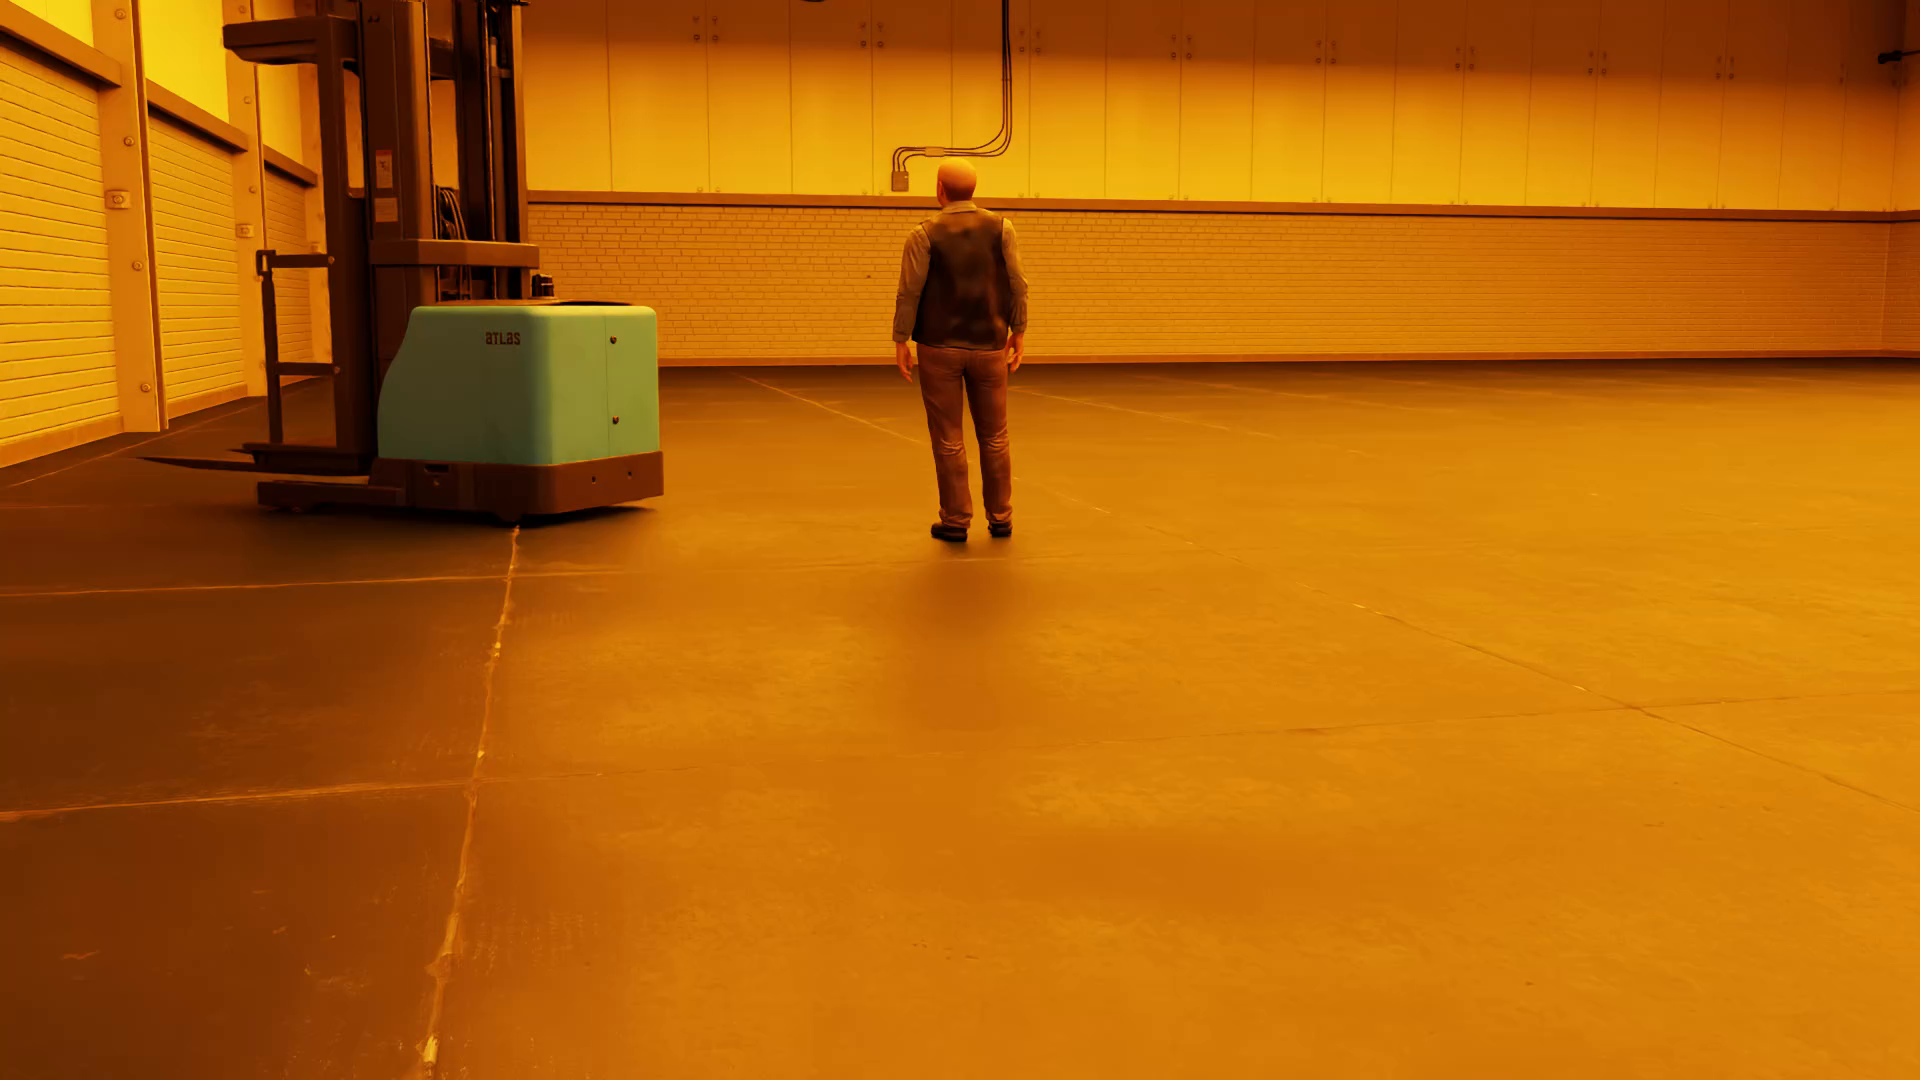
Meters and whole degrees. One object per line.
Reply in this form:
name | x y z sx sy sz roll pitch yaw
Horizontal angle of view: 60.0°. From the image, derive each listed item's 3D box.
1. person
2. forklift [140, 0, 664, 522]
person | -0.008 -0.868 7.649 0.633 1.722 0.566 -2 8 -13
forklift | -3.147 -1.652 8.932 3.031 2.935 1.130 4 9 25
